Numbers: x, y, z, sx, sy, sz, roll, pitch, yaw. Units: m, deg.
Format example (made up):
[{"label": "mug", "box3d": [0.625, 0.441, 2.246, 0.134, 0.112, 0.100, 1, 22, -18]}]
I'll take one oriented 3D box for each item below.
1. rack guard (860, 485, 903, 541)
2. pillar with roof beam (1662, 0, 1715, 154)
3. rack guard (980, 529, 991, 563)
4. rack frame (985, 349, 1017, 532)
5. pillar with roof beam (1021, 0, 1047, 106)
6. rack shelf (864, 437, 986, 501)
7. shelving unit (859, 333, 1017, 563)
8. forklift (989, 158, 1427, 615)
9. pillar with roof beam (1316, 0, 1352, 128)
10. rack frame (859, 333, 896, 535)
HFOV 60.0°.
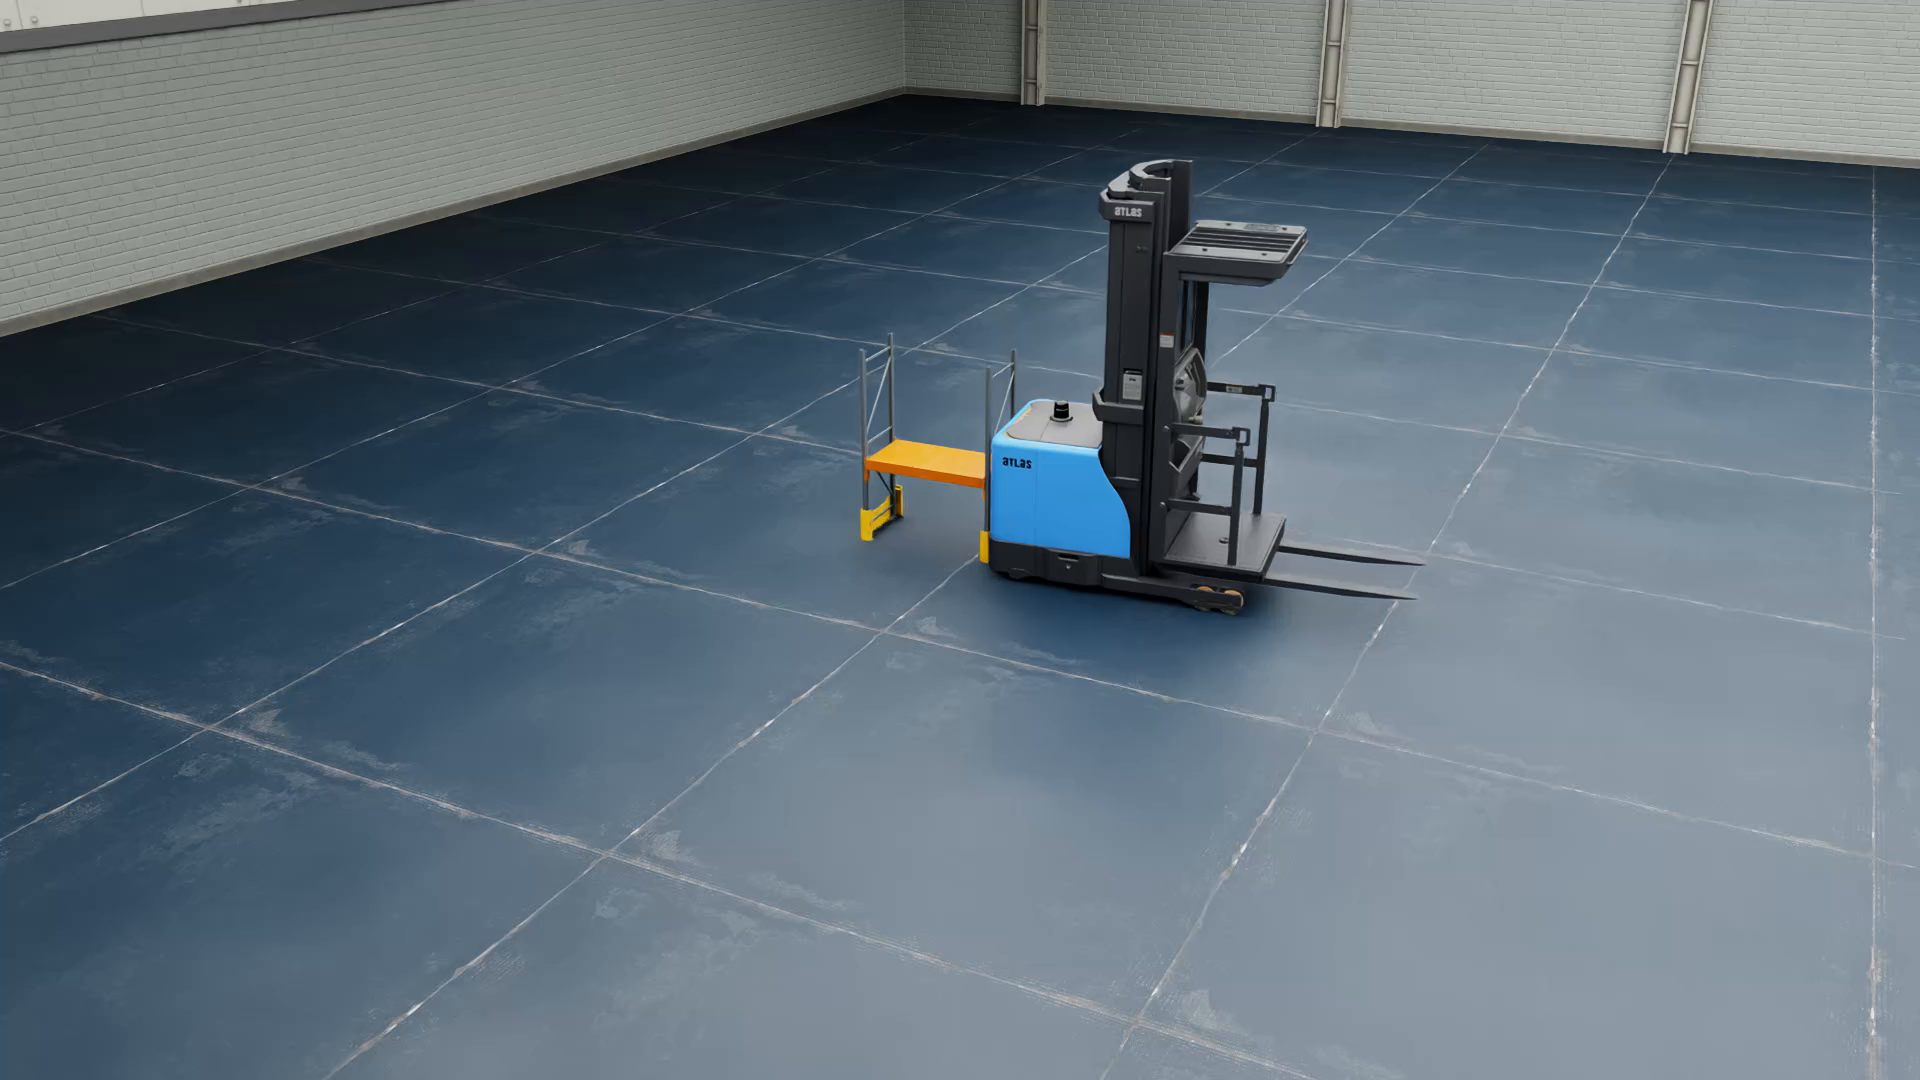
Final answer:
[{"label": "rack guard", "box3d": [-0.607, -0.212, 12.930, 0.087, 0.250, 0.587, 10, 25, 23]}, {"label": "pillar with roof beam", "box3d": [10.221, -9.233, 22.961, 0.400, 9.000, 9.100, 11, 25, 25]}, {"label": "rack guard", "box3d": [0.299, -0.050, 12.548, 0.087, 0.250, 0.587, 10, 25, 23]}, {"label": "rack frame", "box3d": [0.300, -0.625, 12.303, 0.032, 1.500, 0.500, 10, 25, 23]}, {"label": "pillar with roof beam", "box3d": [-0.488, -11.352, 27.944, 0.400, 9.000, 9.100, 11, 25, 25]}, {"label": "rack shelf", "box3d": [-0.162, -0.542, 12.569, 1.000, 0.185, 0.538, 10, 25, 23]}, {"label": "shelving unit", "box3d": [-0.154, -0.706, 12.495, 1.083, 1.500, 0.587, 10, 25, 23]}, {"label": "forklift", "box3d": [1.782, -1.066, 11.513, 3.031, 2.935, 1.130, 8, 24, 18]}, {"label": "pillar with roof beam", "box3d": [4.867, -10.292, 25.453, 0.400, 9.000, 9.100, 11, 25, 25]}, {"label": "rack frame", "box3d": [-0.625, -0.791, 12.693, 0.032, 1.500, 0.500, 10, 25, 23]}]
